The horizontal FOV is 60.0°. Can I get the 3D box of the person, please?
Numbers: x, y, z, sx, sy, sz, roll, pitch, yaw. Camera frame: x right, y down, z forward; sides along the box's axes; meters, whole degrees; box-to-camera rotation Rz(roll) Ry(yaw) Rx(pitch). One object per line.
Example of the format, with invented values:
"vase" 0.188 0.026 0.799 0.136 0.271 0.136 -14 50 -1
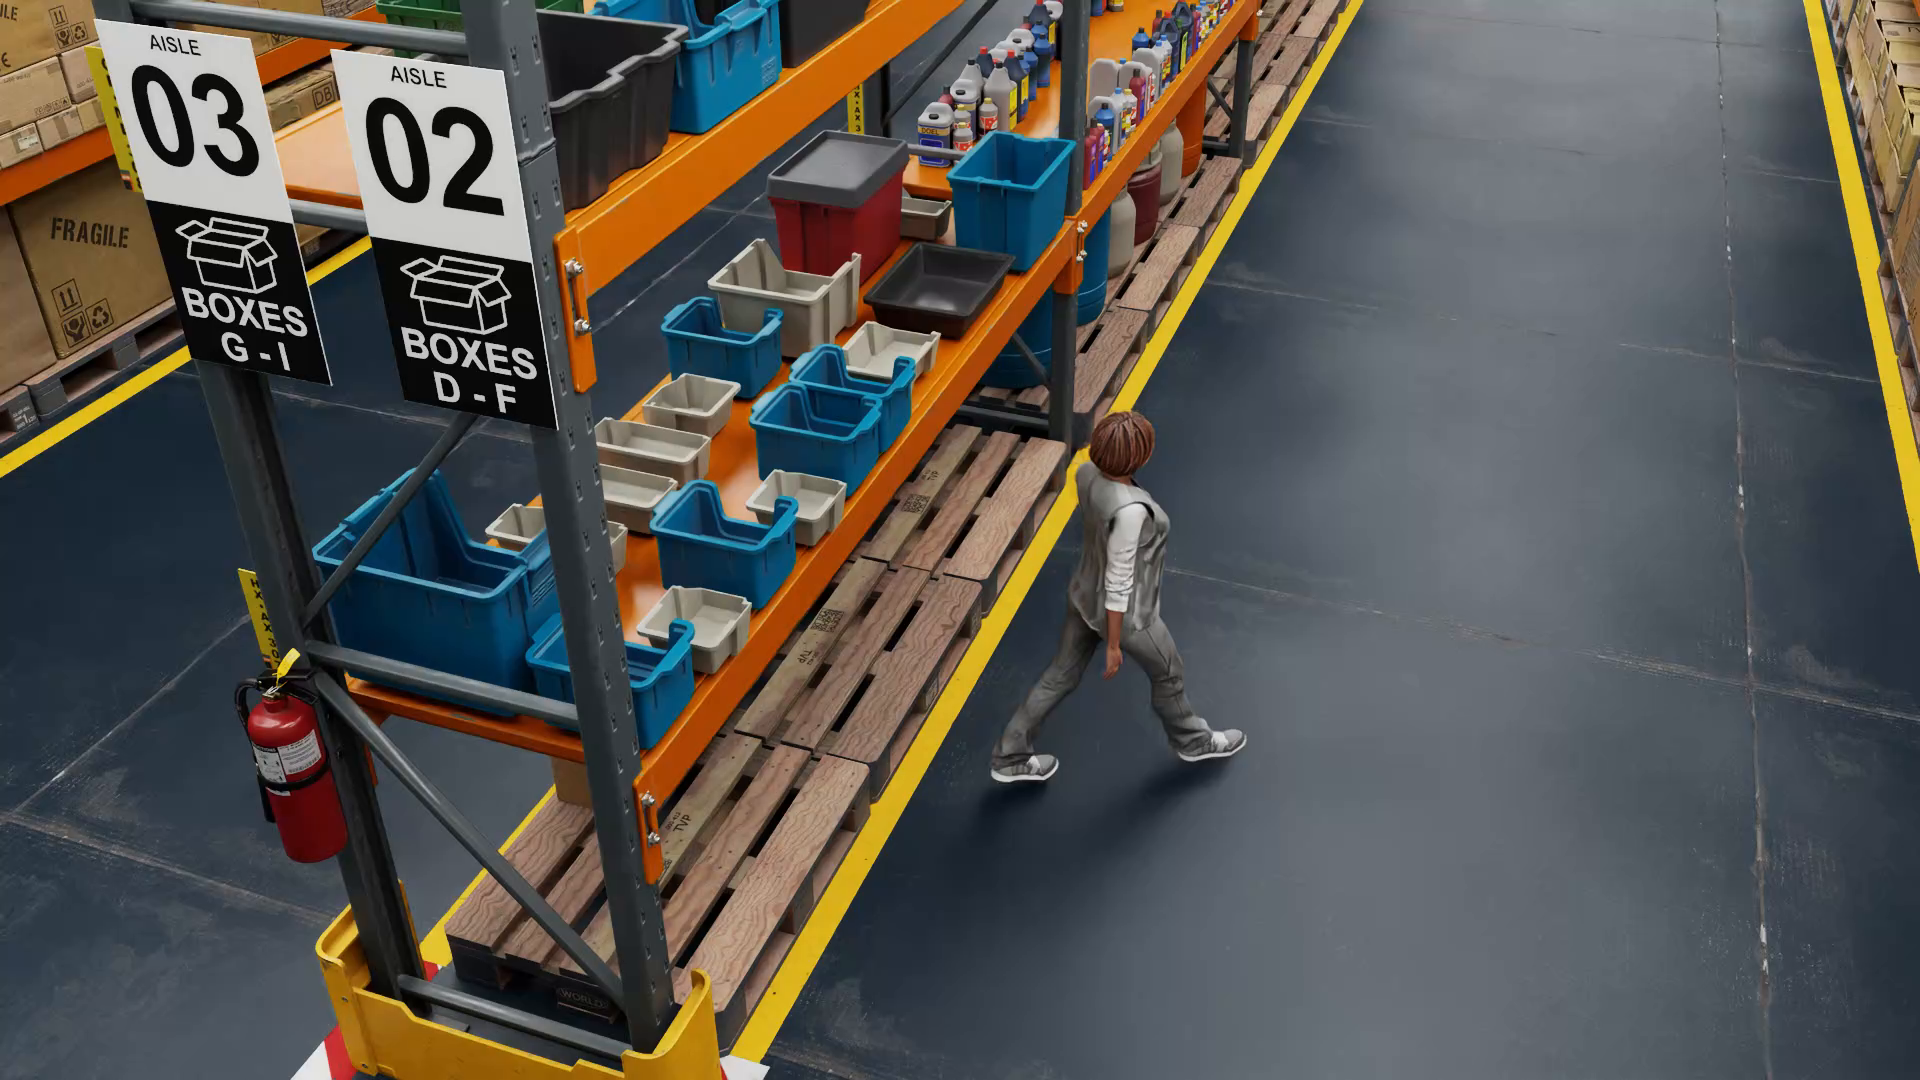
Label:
"person" 0.580 0.200 5.834 0.988 1.528 0.448 -15 37 -22
